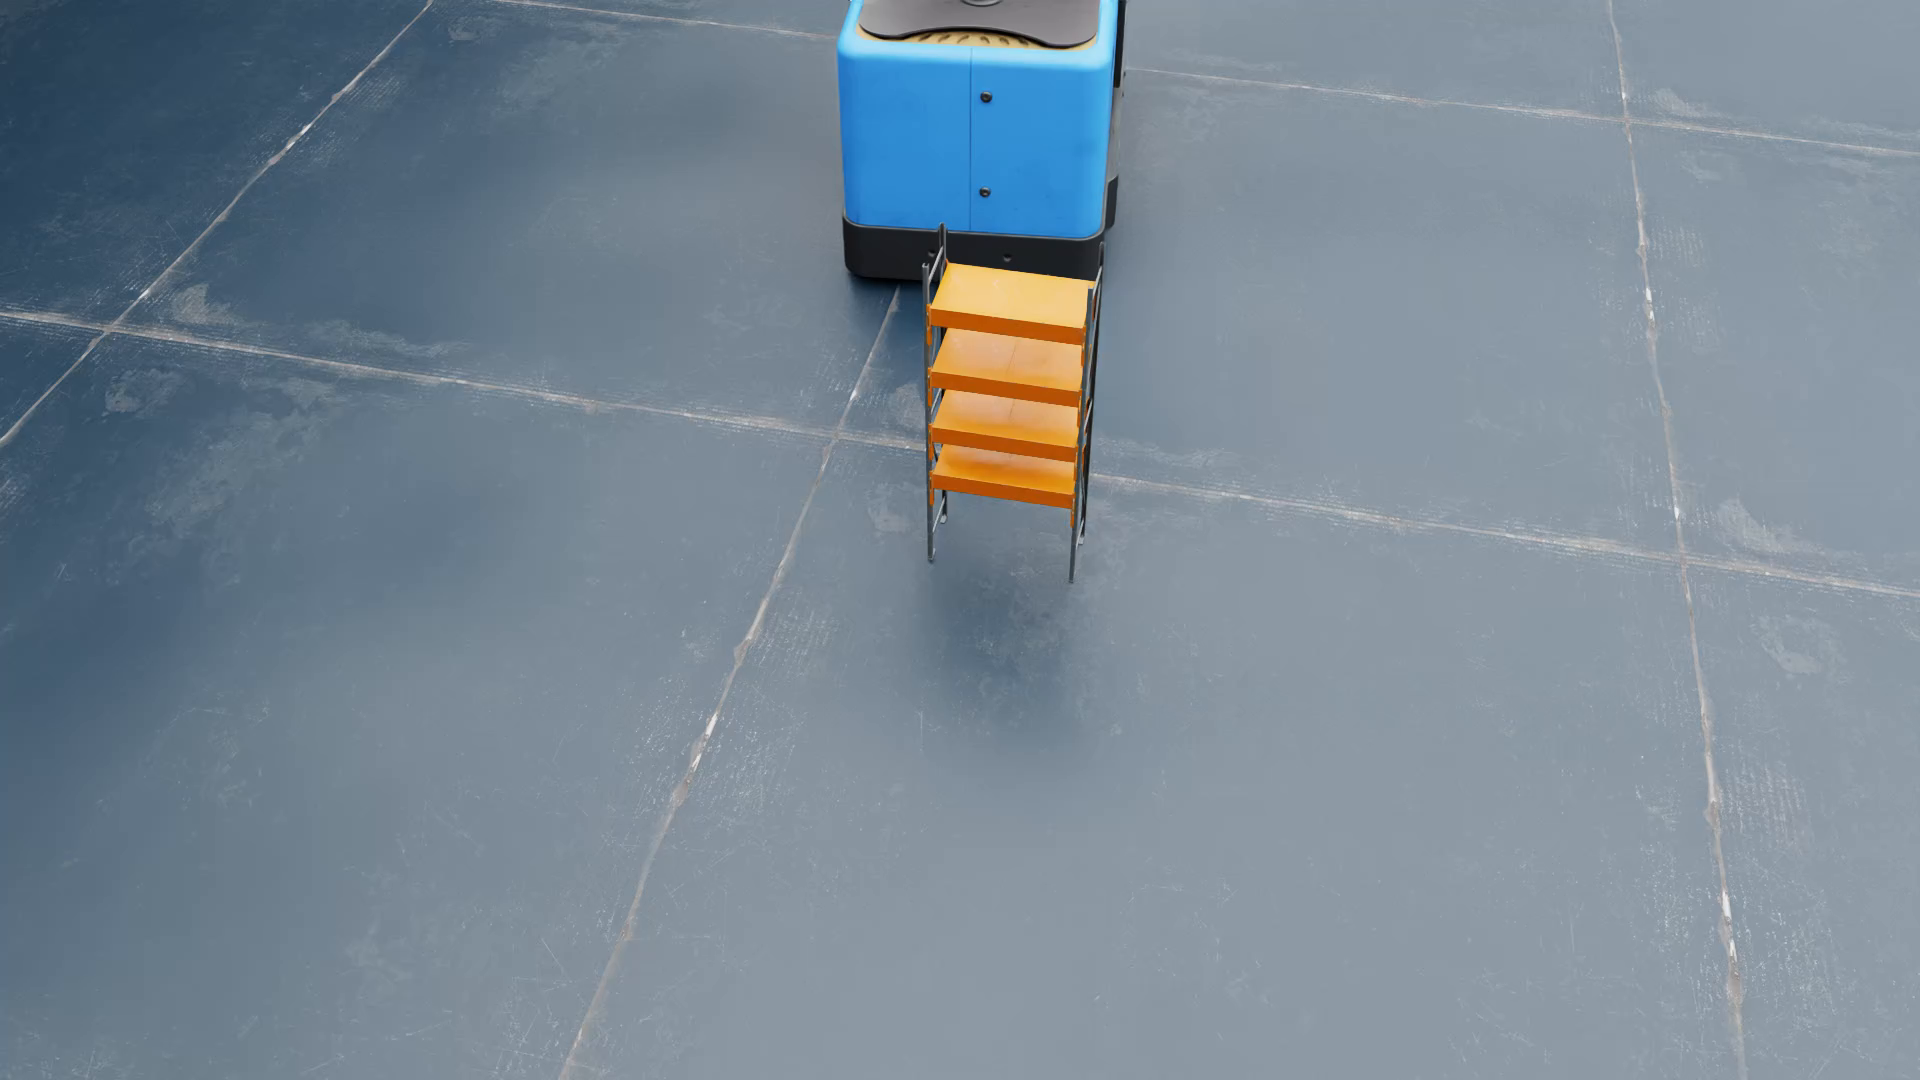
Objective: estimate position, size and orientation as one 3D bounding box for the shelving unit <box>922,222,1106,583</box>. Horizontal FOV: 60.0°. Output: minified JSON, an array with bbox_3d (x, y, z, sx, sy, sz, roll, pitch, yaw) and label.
[{"bbox_3d":[0.162,-0.407,5.308,0.503,1.200,0.258,9,45,9],"label":"shelving unit"}]

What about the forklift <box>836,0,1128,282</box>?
[{"bbox_3d":[0.204,-3.083,6.840,1.130,2.935,3.031,4,44,5],"label":"forklift"}]

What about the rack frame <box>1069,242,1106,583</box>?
[{"bbox_3d":[0.400,-0.370,5.269,0.015,1.200,0.240,9,45,9],"label":"rack frame"}]

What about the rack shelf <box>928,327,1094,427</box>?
[{"bbox_3d":[0.162,-0.520,5.199,0.480,0.148,0.258,9,45,9],"label":"rack shelf"}]

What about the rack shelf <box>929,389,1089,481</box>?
[{"bbox_3d":[0.162,-0.359,5.355,0.480,0.148,0.258,9,45,9],"label":"rack shelf"}]

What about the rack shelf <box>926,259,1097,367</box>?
[{"bbox_3d":[0.162,-0.690,5.035,0.480,0.148,0.258,9,45,9],"label":"rack shelf"}]

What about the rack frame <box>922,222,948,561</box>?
[{"bbox_3d":[-0.077,-0.444,5.346,0.015,1.200,0.240,9,45,9],"label":"rack frame"}]

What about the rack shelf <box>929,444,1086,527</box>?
[{"bbox_3d":[0.162,-0.216,5.492,0.480,0.148,0.258,9,45,9],"label":"rack shelf"}]
